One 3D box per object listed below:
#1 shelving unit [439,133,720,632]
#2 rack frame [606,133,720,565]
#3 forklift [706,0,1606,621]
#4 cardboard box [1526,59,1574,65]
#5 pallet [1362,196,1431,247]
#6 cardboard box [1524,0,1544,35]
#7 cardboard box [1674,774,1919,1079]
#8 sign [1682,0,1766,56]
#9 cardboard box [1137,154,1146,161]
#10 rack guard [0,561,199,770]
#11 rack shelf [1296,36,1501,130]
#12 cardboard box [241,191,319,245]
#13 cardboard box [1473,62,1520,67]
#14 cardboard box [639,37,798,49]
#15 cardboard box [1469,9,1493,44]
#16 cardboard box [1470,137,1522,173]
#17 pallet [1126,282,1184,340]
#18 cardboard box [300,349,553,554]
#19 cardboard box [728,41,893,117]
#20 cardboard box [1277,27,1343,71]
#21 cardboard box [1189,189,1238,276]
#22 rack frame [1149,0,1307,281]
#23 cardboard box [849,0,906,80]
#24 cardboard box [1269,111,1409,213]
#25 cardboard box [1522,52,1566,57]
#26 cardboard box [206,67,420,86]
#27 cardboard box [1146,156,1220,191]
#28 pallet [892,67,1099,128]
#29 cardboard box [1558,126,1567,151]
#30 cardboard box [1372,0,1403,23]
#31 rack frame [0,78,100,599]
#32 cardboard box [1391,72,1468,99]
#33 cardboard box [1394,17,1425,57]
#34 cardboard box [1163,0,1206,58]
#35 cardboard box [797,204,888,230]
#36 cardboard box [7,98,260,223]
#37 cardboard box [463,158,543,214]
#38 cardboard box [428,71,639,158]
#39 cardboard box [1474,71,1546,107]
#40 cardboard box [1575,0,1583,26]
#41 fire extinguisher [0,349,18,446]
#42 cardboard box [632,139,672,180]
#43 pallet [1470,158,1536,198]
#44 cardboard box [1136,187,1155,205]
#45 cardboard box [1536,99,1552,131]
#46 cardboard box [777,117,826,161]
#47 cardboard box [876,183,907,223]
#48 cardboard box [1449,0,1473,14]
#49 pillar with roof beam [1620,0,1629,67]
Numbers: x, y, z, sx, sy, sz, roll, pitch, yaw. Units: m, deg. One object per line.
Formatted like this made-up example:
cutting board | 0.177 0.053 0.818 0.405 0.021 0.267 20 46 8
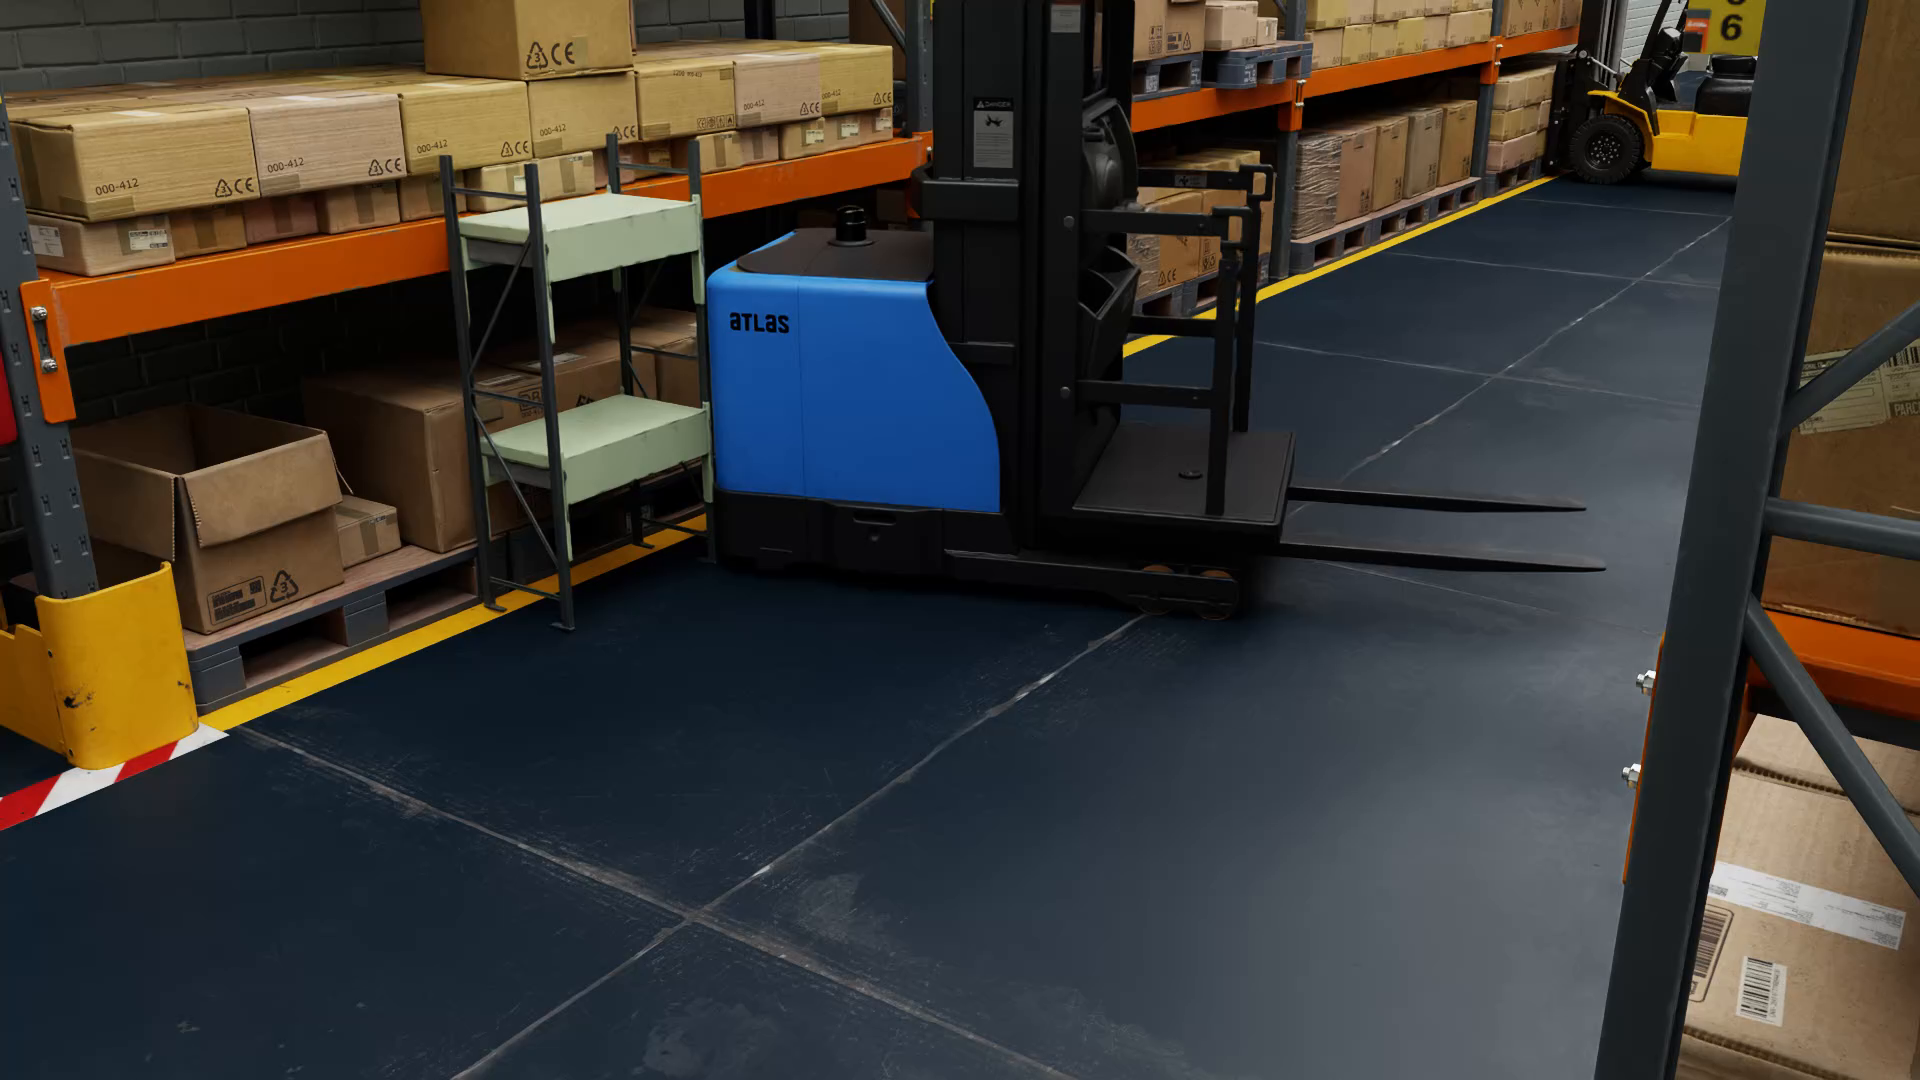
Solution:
shelving unit | -1.238 -0.550 5.573 0.431 1.500 0.755 12 23 30
rack frame | -1.044 -0.655 5.865 0.400 1.500 0.023 12 23 30
forklift | 0.695 -1.309 5.579 3.031 2.935 1.130 5 21 13
cardboard box | 5.644 -4.388 15.720 0.500 0.250 0.500 14 24 32
pallet | 2.887 -2.473 12.646 1.003 0.211 1.213 13 24 32
cardboard box | 4.699 -4.627 14.306 0.500 0.500 0.500 14 24 33
cardboard box | 1.604 0.855 2.718 0.875 0.438 0.875 12 24 30
sign | 0.875 -0.705 1.837 0.100 0.325 0.005 13 24 32
cardboard box | 0.910 -2.285 10.183 0.380 0.149 0.250 14 24 33
rack guard | -2.749 0.243 4.889 1.175 0.500 0.348 13 24 32
rack shelf | 2.830 -3.440 12.278 1.077 0.370 4.000 13 24 32
cardboard box | -2.156 -0.995 4.994 0.380 0.149 0.250 13 24 31
cardboard box | 4.914 -4.343 15.599 0.500 0.250 0.500 13 24 31
cardboard box | -1.045 -2.035 7.231 0.500 0.250 0.500 13 24 31
cardboard box | 3.887 -4.085 13.201 0.500 0.250 0.500 14 24 33
cardboard box | 4.500 -3.333 14.309 0.500 0.250 0.500 14 24 32
pallet | 0.568 -1.340 9.584 1.003 0.211 1.213 13 24 32
cardboard box | -1.857 -0.327 5.824 0.700 0.500 0.500 14 25 34
cardboard box | -0.627 -1.931 6.950 0.500 0.250 0.500 14 24 33
cardboard box | 2.157 -3.213 10.843 0.500 0.250 0.500 13 24 32
cardboard box | 1.356 -1.923 10.138 0.500 0.500 0.500 13 24 31
rack frame | 1.706 -3.203 10.602 1.000 3.000 0.127 13 24 32
cardboard box | -0.086 -2.395 7.666 0.700 0.500 0.500 14 24 33
cardboard box | 2.807 -2.845 12.451 0.875 0.625 0.625 12 24 30
cardboard box | 5.776 -4.774 16.765 0.500 0.250 0.500 13 24 31
cardboard box | -2.179 -1.450 5.648 0.500 0.250 0.500 14 25 33
cardboard box | 1.325 -2.190 9.924 0.380 0.149 0.250 12 24 30
pallet | -0.003 -2.174 8.094 1.003 0.211 1.213 13 24 32
cardboard box | 5.350 -3.774 15.501 0.500 0.250 0.500 14 25 34
cardboard box | 2.749 -3.737 11.540 0.500 0.250 0.500 13 24 30
rack frame | -2.791 -0.908 4.396 1.000 3.000 0.127 13 24 32
cardboard box | 4.071 -3.906 14.419 0.500 0.250 0.500 14 24 33
cardboard box | 3.021 -3.654 12.035 0.500 0.250 0.500 14 25 34
cardboard box | 0.941 -2.944 9.147 0.797 0.503 0.637 13 24 31
cardboard box | -0.575 -1.546 8.185 0.380 0.149 0.250 12 24 30
cardboard box | -2.314 -1.055 4.580 0.500 0.250 0.500 13 24 32
cardboard box | -1.614 -1.191 5.523 0.380 0.149 0.250 12 24 30
cardboard box | -1.478 -1.497 5.774 0.500 0.250 0.500 13 24 30
cardboard box | 4.781 -3.950 14.536 0.500 0.250 0.500 13 24 32
cardboard box | 5.556 -5.059 15.474 0.500 0.500 0.500 13 24 31
fire extinguisher | -2.492 -0.565 4.116 0.296 0.674 0.183 13 24 32
cardboard box | -1.296 -1.438 6.191 0.380 0.149 0.250 14 24 33
pallet | 4.436 -3.263 14.783 1.003 0.211 1.213 13 24 32
cardboard box | 0.869 -1.966 9.319 0.380 0.149 0.250 12 23 29
cardboard box | 5.055 -3.858 15.010 0.500 0.250 0.500 13 24 31
cardboard box | -0.768 -1.639 6.734 0.380 0.149 0.250 14 24 33
cardboard box | -0.171 -1.587 7.865 0.380 0.149 0.250 13 24 31
cardboard box | 3.606 -4.175 12.725 0.500 0.250 0.500 13 24 30
pillar with roof beam | 11.999 -9.170 18.086 9.100 9.000 0.400 13 24 32
